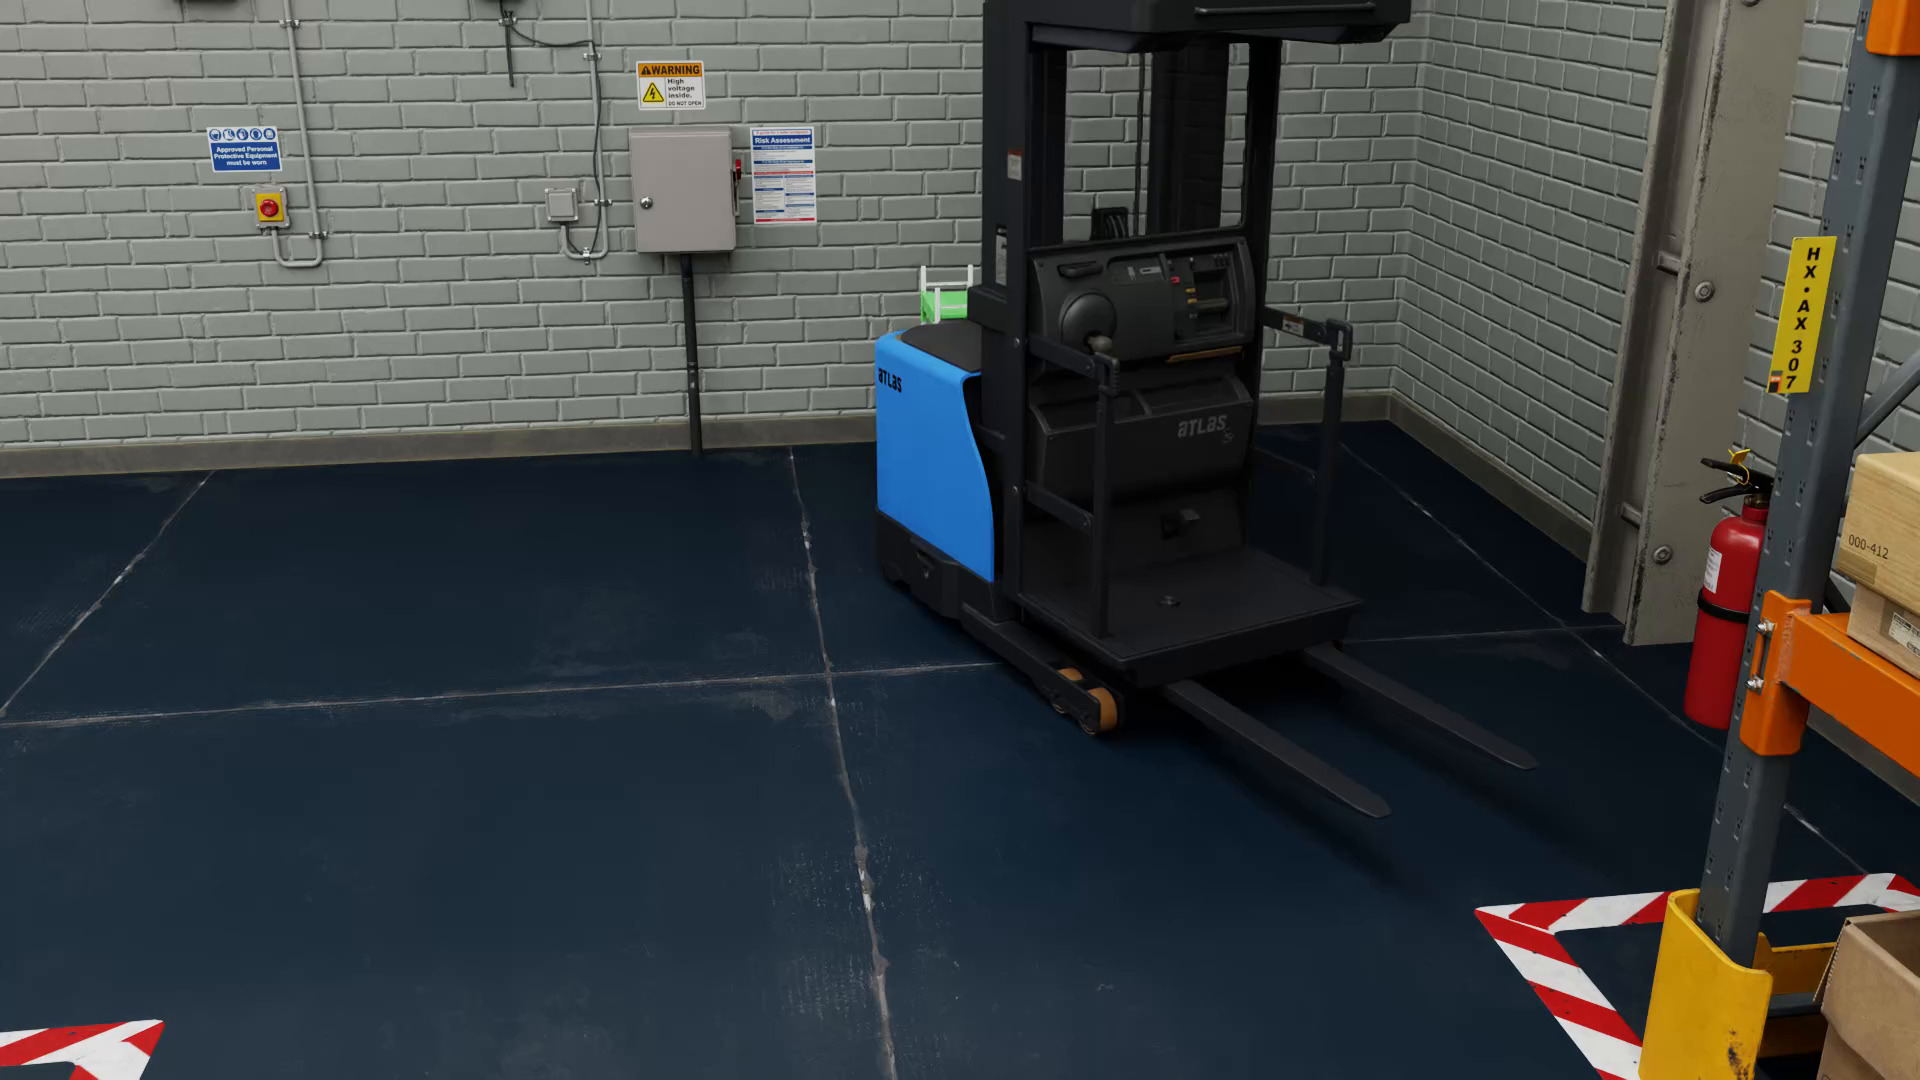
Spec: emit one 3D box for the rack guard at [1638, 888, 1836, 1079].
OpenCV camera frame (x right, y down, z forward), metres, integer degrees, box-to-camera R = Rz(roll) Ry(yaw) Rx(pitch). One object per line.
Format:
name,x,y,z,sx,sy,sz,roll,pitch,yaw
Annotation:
rack guard,2.285,1.114,4.019,1.175,0.500,0.348,-3,21,-8

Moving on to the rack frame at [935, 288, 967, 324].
rack frame,0.011,-0.535,7.435,0.240,1.200,0.015,-3,21,-8

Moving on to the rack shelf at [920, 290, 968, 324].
rack shelf,-0.025,-1.010,7.515,0.258,0.148,0.480,-3,21,-8

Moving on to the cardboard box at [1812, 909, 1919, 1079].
cardboard box,2.268,1.106,3.436,0.797,0.503,0.637,-4,21,-10

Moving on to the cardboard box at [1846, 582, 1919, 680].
cardboard box,2.050,0.162,3.354,0.380,0.149,0.250,-3,21,-8

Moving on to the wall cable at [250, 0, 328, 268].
wall cable,-3.474,-2.273,8.019,0.585,1.953,0.123,-3,21,-8

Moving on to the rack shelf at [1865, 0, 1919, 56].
rack shelf,2.562,-0.459,1.399,1.077,0.370,4.000,-3,21,-8

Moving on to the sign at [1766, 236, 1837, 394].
sign,1.737,-0.461,3.427,0.100,0.325,0.005,-3,21,-8

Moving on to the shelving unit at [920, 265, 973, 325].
shelving unit,-0.025,-0.620,7.661,0.258,1.200,0.503,-3,21,-8

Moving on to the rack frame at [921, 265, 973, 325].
rack frame,-0.060,-0.704,7.887,0.240,1.200,0.015,-3,21,-8

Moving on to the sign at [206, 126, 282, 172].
sign,-3.530,-1.928,8.205,0.327,0.218,0.001,-3,21,-8

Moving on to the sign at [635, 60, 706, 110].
sign,-1.458,-2.294,8.391,0.339,0.242,0.001,-3,21,-8

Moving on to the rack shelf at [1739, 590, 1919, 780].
rack shelf,2.562,0.946,1.924,1.077,0.370,4.000,-3,21,-8

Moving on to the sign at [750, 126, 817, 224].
sign,-0.915,-1.890,8.626,0.329,0.494,0.001,-3,21,-8

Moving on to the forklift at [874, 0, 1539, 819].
forklift,0.783,-0.866,5.846,1.130,2.935,3.031,-11,23,-27

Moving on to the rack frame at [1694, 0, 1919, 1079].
rack frame,2.274,-0.083,3.652,1.000,3.000,0.127,-3,21,-8

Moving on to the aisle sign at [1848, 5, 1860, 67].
aisle sign,1.973,-1.310,3.221,0.394,0.787,0.004,-3,21,-8

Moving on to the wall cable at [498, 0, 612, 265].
wall cable,-2.072,-2.334,8.227,0.588,1.984,0.122,-3,21,-8

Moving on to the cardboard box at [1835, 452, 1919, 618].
cardboard box,2.072,0.018,3.169,0.500,0.250,0.500,-3,21,-7

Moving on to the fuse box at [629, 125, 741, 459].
fuse box,-1.374,-1.235,8.576,0.539,1.711,0.414,-3,21,-8

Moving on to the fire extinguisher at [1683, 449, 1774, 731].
fire extinguisher,1.795,0.100,3.805,0.296,0.674,0.183,-3,21,-8

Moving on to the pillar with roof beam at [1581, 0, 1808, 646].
pillar with roof beam,-1.483,-3.656,4.642,9.100,9.000,0.400,-3,21,-8
